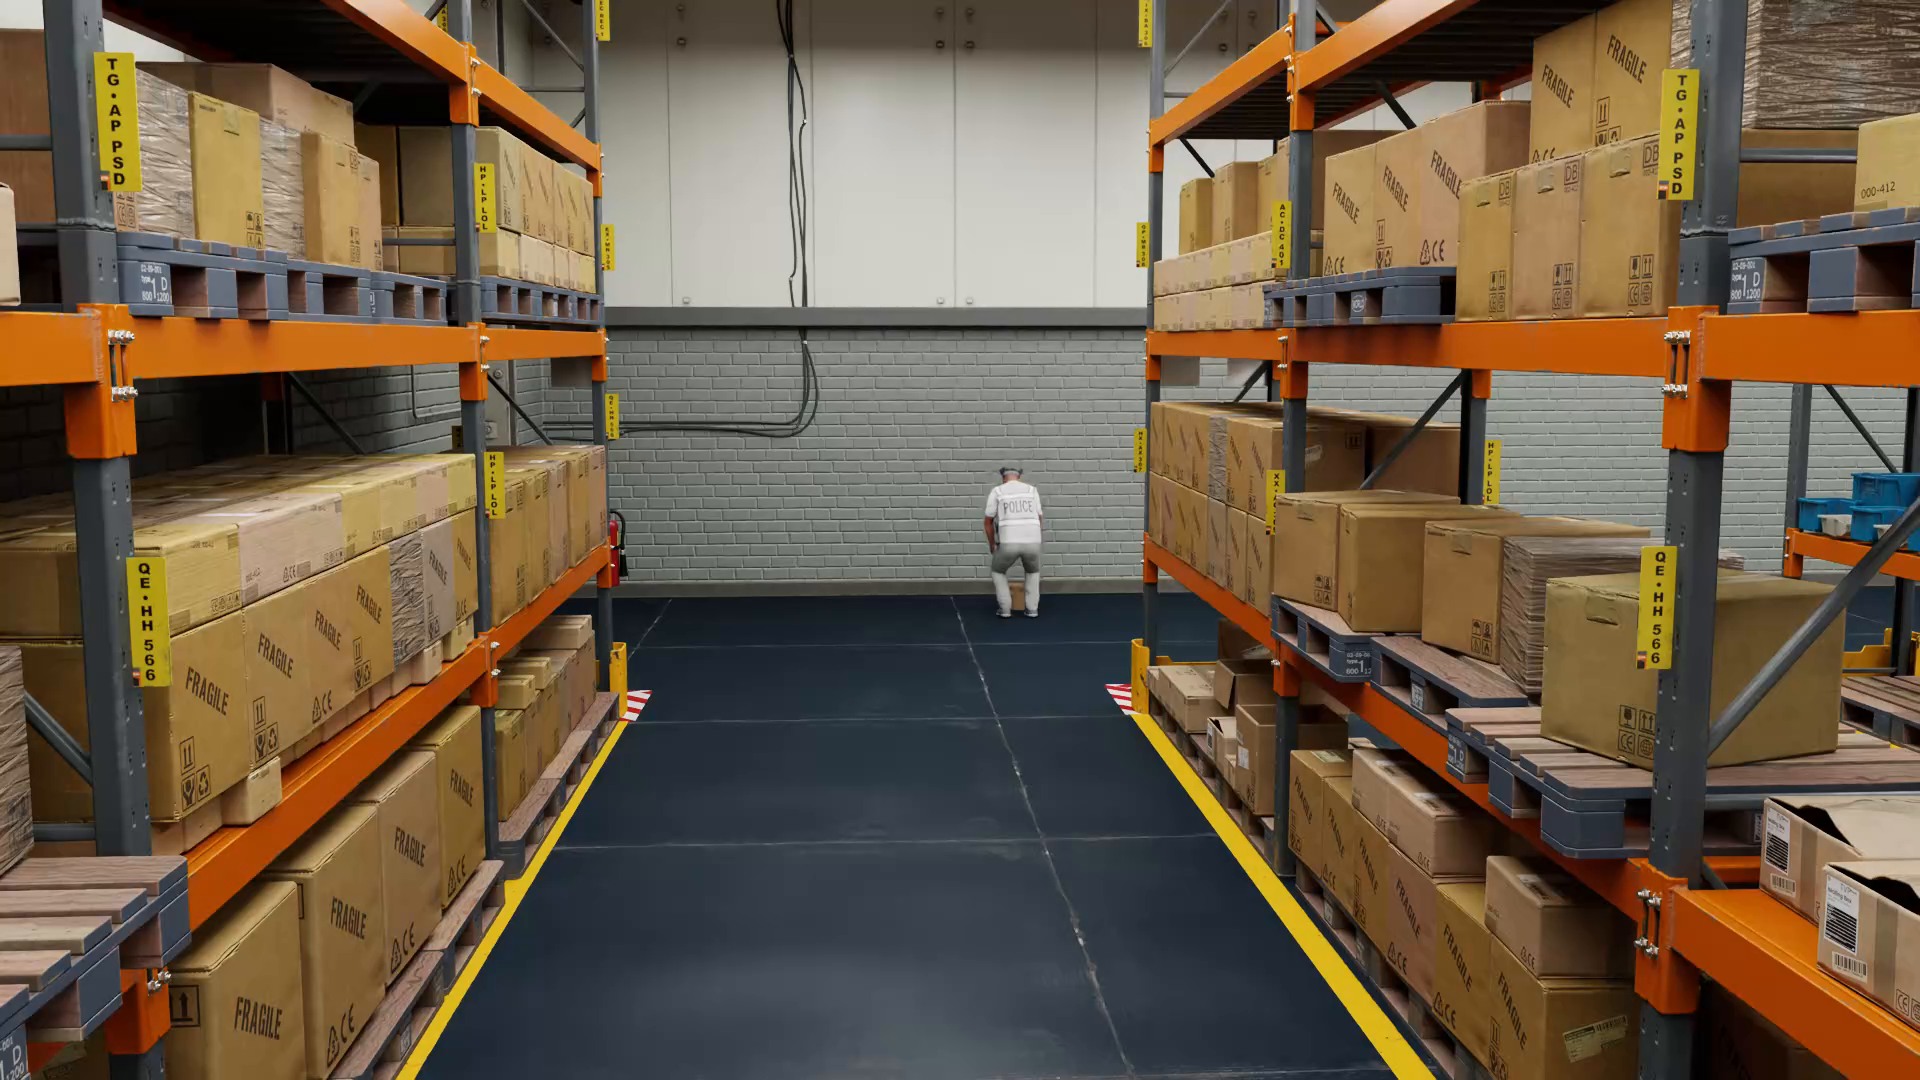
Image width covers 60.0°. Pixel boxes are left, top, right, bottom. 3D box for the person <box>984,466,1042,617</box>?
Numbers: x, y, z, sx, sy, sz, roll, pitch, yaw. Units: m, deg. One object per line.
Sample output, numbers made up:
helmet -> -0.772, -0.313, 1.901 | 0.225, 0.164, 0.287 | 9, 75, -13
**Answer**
person -> 0.536, 0.022, 16.654 | 0.588, 1.496, 0.751 | 0, 7, -3
